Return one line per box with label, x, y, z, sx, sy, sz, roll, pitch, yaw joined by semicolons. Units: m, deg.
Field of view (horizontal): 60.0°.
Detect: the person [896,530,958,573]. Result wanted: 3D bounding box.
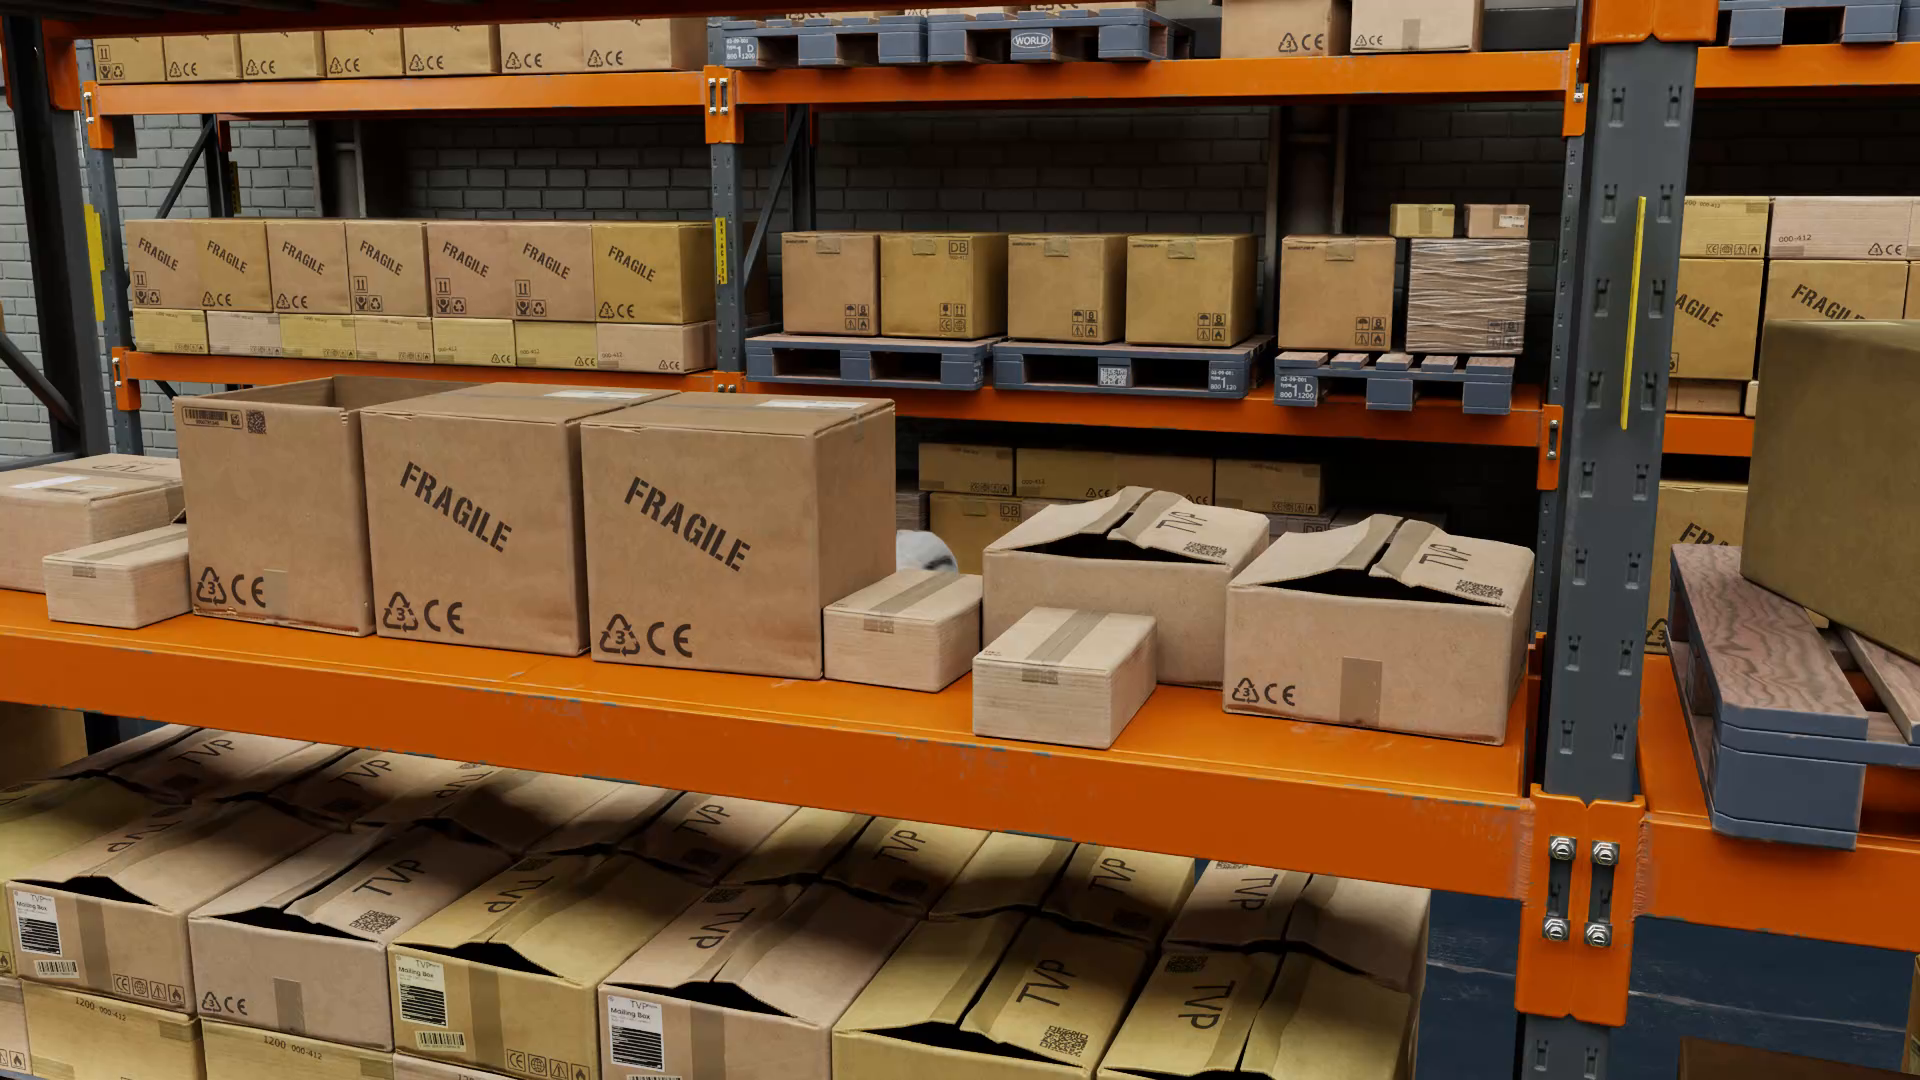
person;-0.254;0.498;6.023;0.390;1.029;0.864;4;13;17
